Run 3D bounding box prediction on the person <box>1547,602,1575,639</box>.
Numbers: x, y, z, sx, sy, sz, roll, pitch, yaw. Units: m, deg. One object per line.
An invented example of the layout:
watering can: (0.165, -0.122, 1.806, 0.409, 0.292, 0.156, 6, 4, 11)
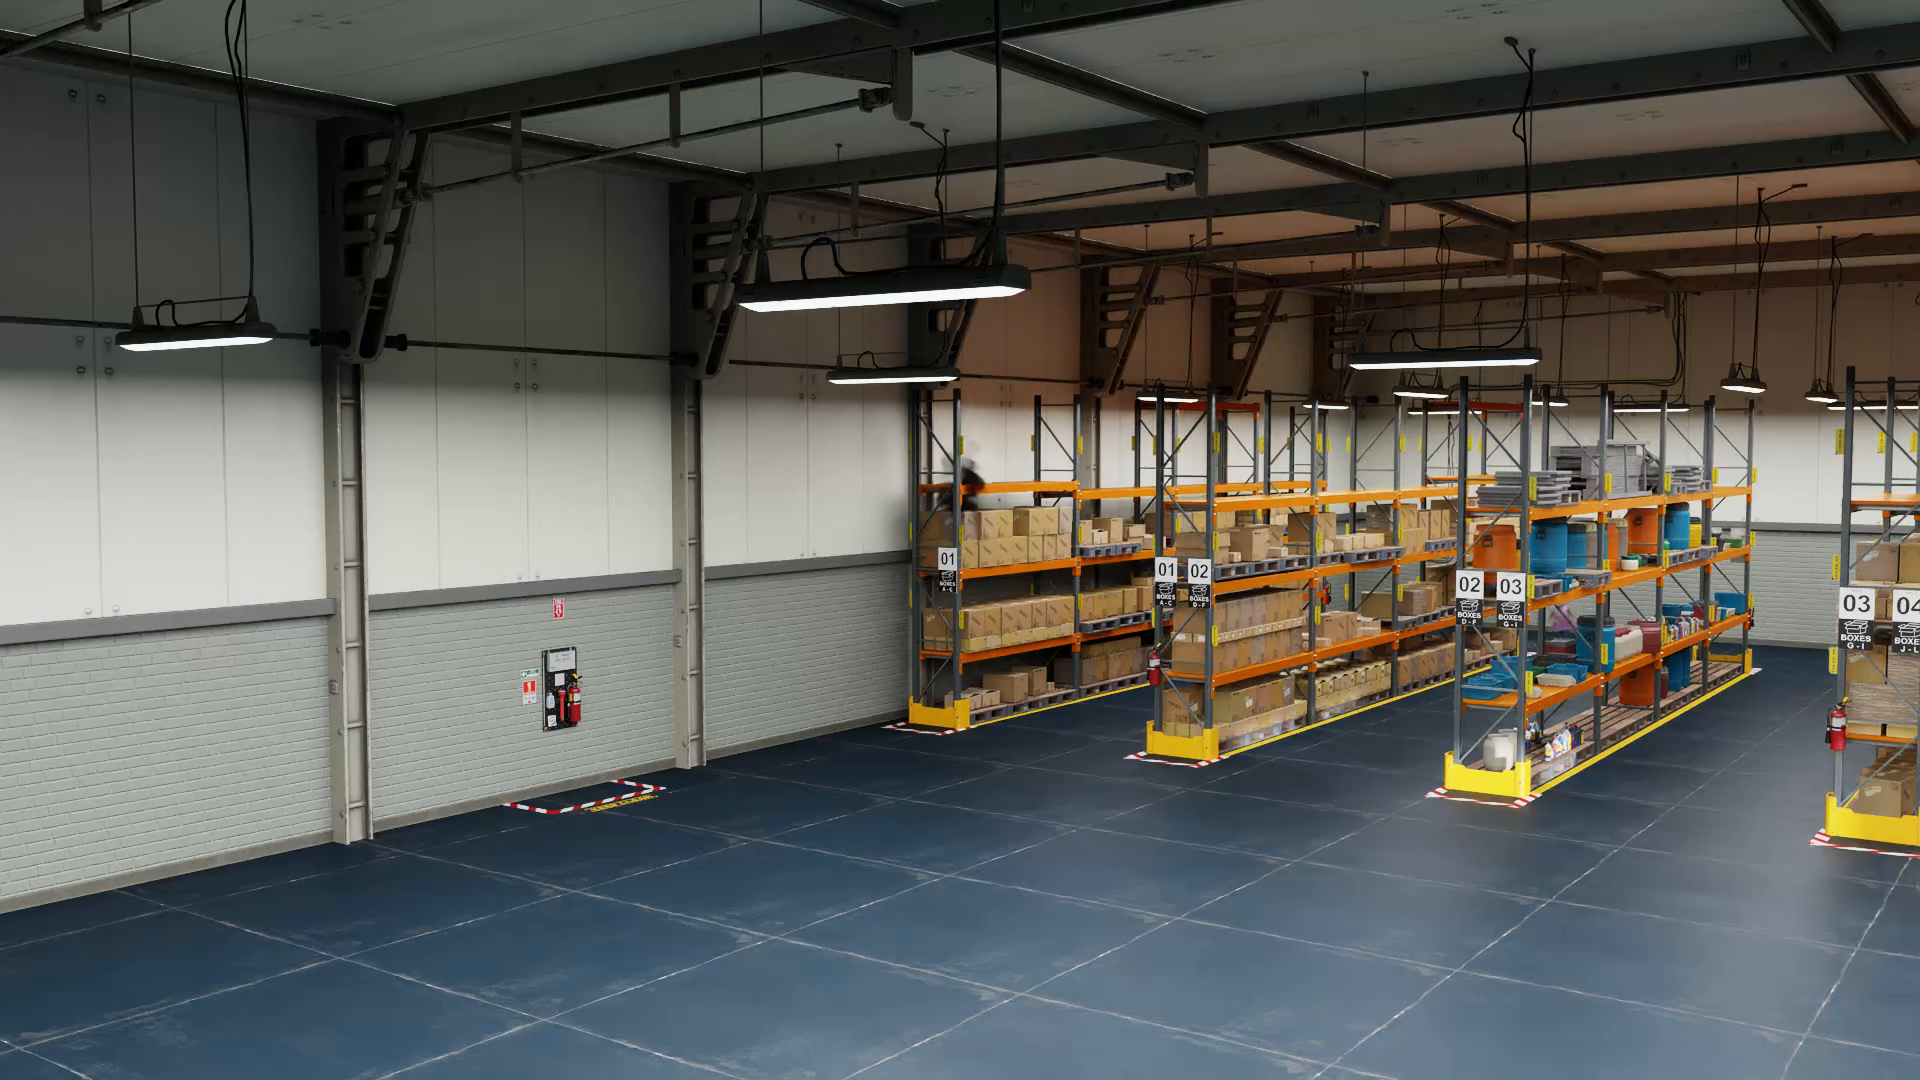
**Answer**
person: (13.507, 2.077, 37.404, 0.564, 1.656, 0.670, 2, 4, 28)
